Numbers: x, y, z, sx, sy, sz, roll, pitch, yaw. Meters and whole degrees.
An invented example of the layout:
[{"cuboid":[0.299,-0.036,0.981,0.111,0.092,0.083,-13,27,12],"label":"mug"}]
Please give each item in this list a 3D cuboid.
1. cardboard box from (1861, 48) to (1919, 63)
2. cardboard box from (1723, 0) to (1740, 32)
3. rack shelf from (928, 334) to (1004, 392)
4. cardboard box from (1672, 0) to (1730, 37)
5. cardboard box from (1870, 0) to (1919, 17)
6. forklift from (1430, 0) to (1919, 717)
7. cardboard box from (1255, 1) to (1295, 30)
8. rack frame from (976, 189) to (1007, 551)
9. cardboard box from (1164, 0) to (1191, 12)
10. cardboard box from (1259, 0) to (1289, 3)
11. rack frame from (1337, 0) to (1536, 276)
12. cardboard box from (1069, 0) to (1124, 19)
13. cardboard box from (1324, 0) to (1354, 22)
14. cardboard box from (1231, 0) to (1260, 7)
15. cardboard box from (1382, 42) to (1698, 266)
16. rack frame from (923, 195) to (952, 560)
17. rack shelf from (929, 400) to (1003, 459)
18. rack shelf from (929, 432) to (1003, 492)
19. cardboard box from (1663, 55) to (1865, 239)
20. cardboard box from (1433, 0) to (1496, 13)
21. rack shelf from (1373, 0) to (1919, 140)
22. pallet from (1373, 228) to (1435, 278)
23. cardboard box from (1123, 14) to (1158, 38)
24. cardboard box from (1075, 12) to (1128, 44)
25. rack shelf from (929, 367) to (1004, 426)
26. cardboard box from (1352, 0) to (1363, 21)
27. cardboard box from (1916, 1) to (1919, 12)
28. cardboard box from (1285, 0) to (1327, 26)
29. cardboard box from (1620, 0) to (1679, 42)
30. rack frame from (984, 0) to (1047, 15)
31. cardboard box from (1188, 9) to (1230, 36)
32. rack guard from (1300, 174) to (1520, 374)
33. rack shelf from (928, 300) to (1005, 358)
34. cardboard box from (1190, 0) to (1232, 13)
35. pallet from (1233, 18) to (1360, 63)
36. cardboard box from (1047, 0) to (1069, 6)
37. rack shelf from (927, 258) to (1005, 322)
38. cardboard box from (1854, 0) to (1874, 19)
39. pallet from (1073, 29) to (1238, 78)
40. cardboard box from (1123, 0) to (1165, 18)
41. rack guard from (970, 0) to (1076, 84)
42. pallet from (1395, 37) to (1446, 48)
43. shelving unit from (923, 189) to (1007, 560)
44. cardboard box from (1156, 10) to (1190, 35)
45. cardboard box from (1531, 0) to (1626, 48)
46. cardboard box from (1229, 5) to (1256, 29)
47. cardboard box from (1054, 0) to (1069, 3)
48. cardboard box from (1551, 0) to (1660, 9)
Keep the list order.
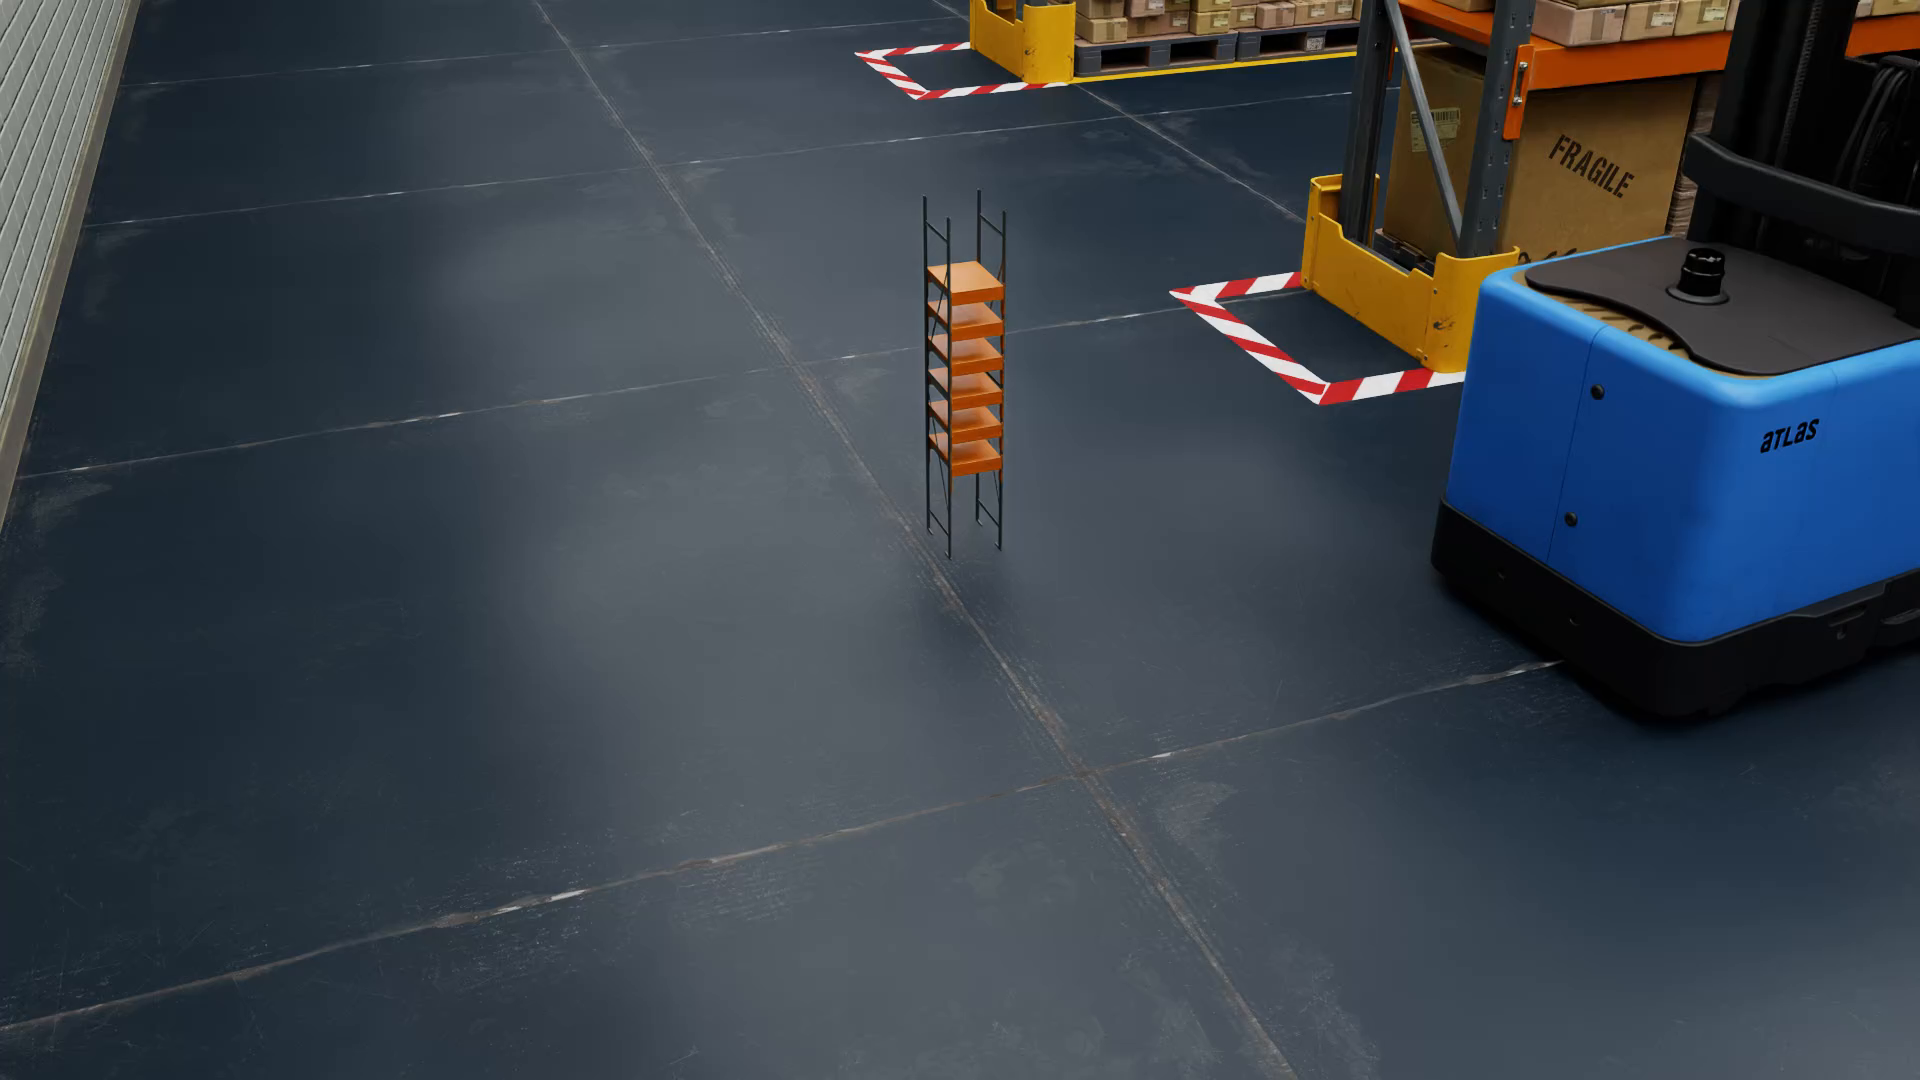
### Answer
[{"cuboid":[4.239,-2.015,7.979,0.875,0.875,0.875,-10,31,-18],"label":"cardboard box"},{"cuboid":[3.152,-2.231,6.890,0.250,0.149,0.380,-11,31,-18],"label":"cardboard box"},{"cuboid":[0.014,-0.589,5.420,0.180,0.103,0.258,-10,31,-18],"label":"rack shelf"},{"cuboid":[2.908,-2.186,6.810,0.250,0.149,0.380,-11,32,-19],"label":"cardboard box"},{"cuboid":[3.869,-2.362,7.120,0.250,0.149,0.380,-11,32,-19],"label":"cardboard box"},{"cuboid":[3.101,-1.261,5.003,3.031,2.935,1.130,-14,33,-23],"label":"forklift"},{"cuboid":[2.142,-3.715,11.696,0.250,0.149,0.380,-12,32,-20],"label":"cardboard box"},{"cuboid":[0.099,-0.540,5.485,0.006,1.200,0.240,-10,31,-18],"label":"rack frame"},{"cuboid":[1.401,-3.765,11.483,0.250,0.149,0.380,-10,31,-17],"label":"cardboard box"},{"cuboid":[2.134,-3.915,11.746,0.250,0.149,0.380,-9,31,-15],"label":"cardboard box"},{"cuboid":[1.980,-2.297,6.752,0.127,3.000,1.000,-10,31,-18],"label":"rack frame"},{"cuboid":[0.926,-3.660,11.300,0.250,0.149,0.380,-9,31,-16],"label":"cardboard box"},{"cuboid":[2.607,-3.832,11.901,0.250,0.149,0.380,-10,31,-17],"label":"cardboard box"},{"cuboid":[1.894,-3.849,11.630,0.250,0.149,0.380,-12,32,-20],"label":"cardboard box"},{"cuboid":[2.552,-1.704,7.433,0.875,0.875,0.875,-10,31,-18],"label":"cardboard box"},{"cuboid":[-0.072,-0.508,5.430,0.006,1.200,0.240,-10,31,-18],"label":"rack frame"},{"cuboid":[0.014,-0.381,5.539,0.180,0.103,0.258,-10,31,-18],"label":"rack shelf"},{"cuboid":[0.014,-0.277,5.598,0.180,0.103,0.258,-10,31,-18],"label":"rack shelf"},{"cuboid":[3.405,-1.861,7.709,0.875,0.875,0.875,-10,31,-18],"label":"cardboard box"},{"cuboid":[2.199,-2.402,7.190,0.250,0.149,0.380,-10,31,-17],"label":"cardboard box"},{"cuboid":[3.854,-2.330,7.536,4.000,0.370,1.077,-10,31,-18],"label":"rack shelf"},{"cuboid":[2.702,-1.260,7.748,1.213,0.211,1.003,-10,31,-18],"label":"pallet"},{"cuboid":[1.165,-3.585,11.468,0.250,0.149,0.380,-11,31,-18],"label":"cardboard box"},{"cuboid":[0.948,-3.502,11.322,0.250,0.149,0.380,-10,31,-17],"label":"cardboard box"},{"cuboid":[0.014,-0.485,5.479,0.180,0.103,0.258,-10,31,-18],"label":"rack shelf"},{"cuboid":[2.875,-3.846,11.926,0.250,0.149,0.380,-11,31,-18],"label":"cardboard box"},{"cuboid":[4.114,-2.409,7.201,0.250,0.149,0.380,-10,31,-17],"label":"cardboard box"},{"cuboid":[2.393,-3.775,11.801,0.250,0.149,0.380,-10,31,-18],"label":"cardboard box"},{"cuboid":[2.668,-2.141,6.732,0.250,0.149,0.380,-11,31,-18],"label":"cardboard box"},{"cuboid":[0.345,-4.616,10.822,0.127,3.000,1.000,-10,31,-18],"label":"rack frame"},{"cuboid":[1.673,-3.624,11.537,0.250,0.149,0.380,-10,31,-17],"label":"cardboard box"},{"cuboid":[1.957,-1.207,7.364,0.348,0.500,1.175,-10,31,-18],"label":"rack guard"},{"cuboid":[0.014,-0.694,5.361,0.180,0.103,0.258,-10,31,-18],"label":"rack shelf"},{"cuboid":[1.679,-3.759,11.472,0.250,0.149,0.380,-9,31,-16],"label":"cardboard box"},{"cuboid":[2.332,-3.750,12.119,1.213,0.211,1.003,-10,31,-18],"label":"pallet"},{"cuboid":[0.766,-3.747,11.753,0.250,0.149,0.380,-10,31,-17],"label":"cardboard box"},{"cuboid":[0.014,-0.798,5.301,0.180,0.103,0.258,-10,31,-18],"label":"rack shelf"},{"cuboid":[3.632,-2.319,7.045,0.250,0.149,0.380,-11,31,-18],"label":"cardboard box"},{"cuboid":[1.190,-3.541,11.753,1.213,0.211,1.003,-10,31,-18],"label":"pallet"},{"cuboid":[1.202,-3.681,11.337,0.250,0.149,0.380,-11,31,-18],"label":"cardboard box"},{"cuboid":[0.416,-3.543,11.464,0.348,0.500,1.175,-10,31,-18],"label":"rack guard"},{"cuboid":[3.477,-3.962,12.492,1.213,0.211,1.003,-10,31,-18],"label":"pallet"},{"cuboid":[0.014,-0.524,5.457,0.189,1.200,0.258,-10,31,-18],"label":"shelving unit"},{"cuboid":[1.395,-3.631,11.549,0.250,0.149,0.380,-10,31,-17],"label":"cardboard box"},{"cuboid":[2.428,-2.096,6.653,0.250,0.149,0.380,-10,31,-17],"label":"cardboard box"},{"cuboid":[1.879,-3.712,11.692,0.250,0.149,0.380,-10,31,-18],"label":"cardboard box"},{"cuboid":[0.740,-3.912,11.742,0.250,0.149,0.380,-11,32,-19],"label":"cardboard box"},{"cuboid":[2.524,-2.319,6.641,0.500,0.250,0.500,-11,32,-19],"label":"cardboard box"}]
